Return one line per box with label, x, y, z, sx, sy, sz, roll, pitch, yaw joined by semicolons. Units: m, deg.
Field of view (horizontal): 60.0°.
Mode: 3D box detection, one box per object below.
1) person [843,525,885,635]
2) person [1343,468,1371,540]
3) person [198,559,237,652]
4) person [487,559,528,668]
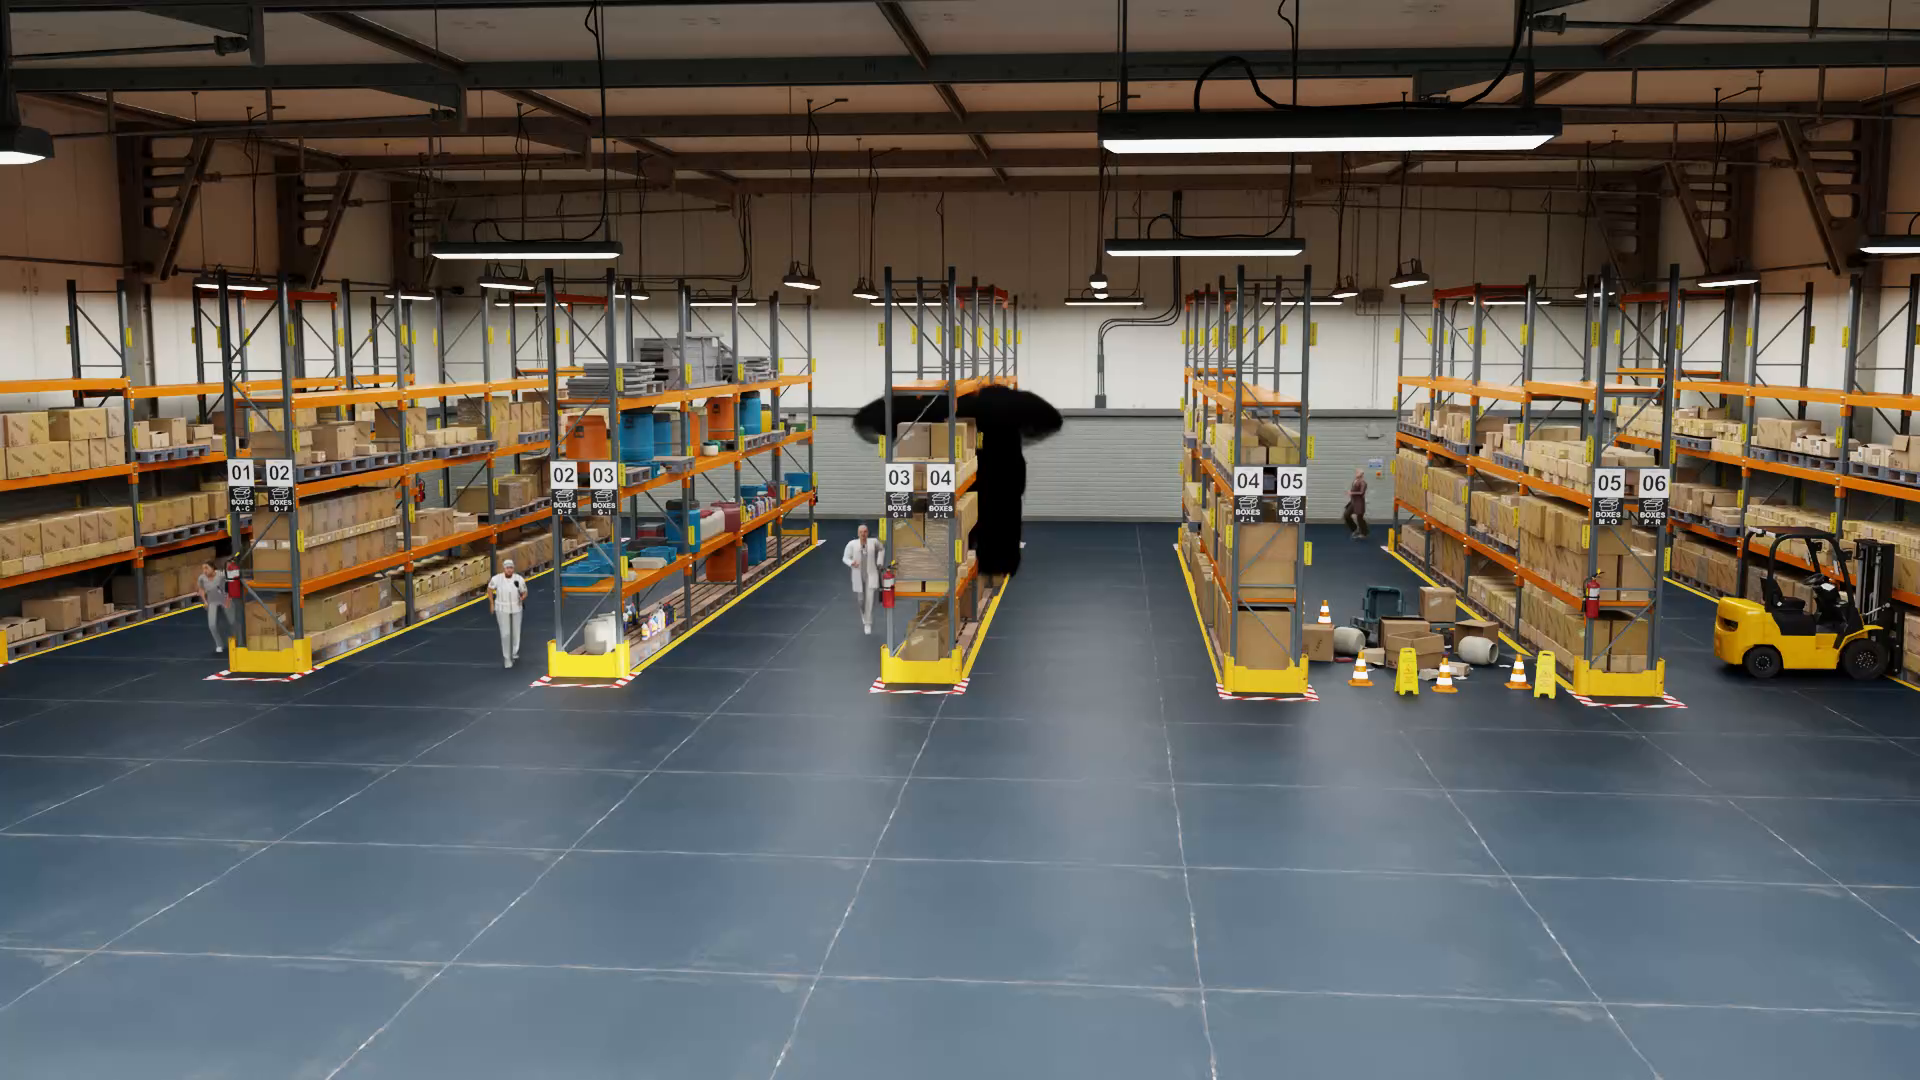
person;-1.610;0.621;27.874;0.676;1.780;1.071;0;7;3
person;9.840;-0.877;41.259;0.761;1.778;0.685;-2;7;-16
person;-11.850;1.021;26.654;0.632;1.540;0.802;-2;7;-19
person;-6.913;1.117;25.482;0.564;1.681;0.819;-3;8;-25
